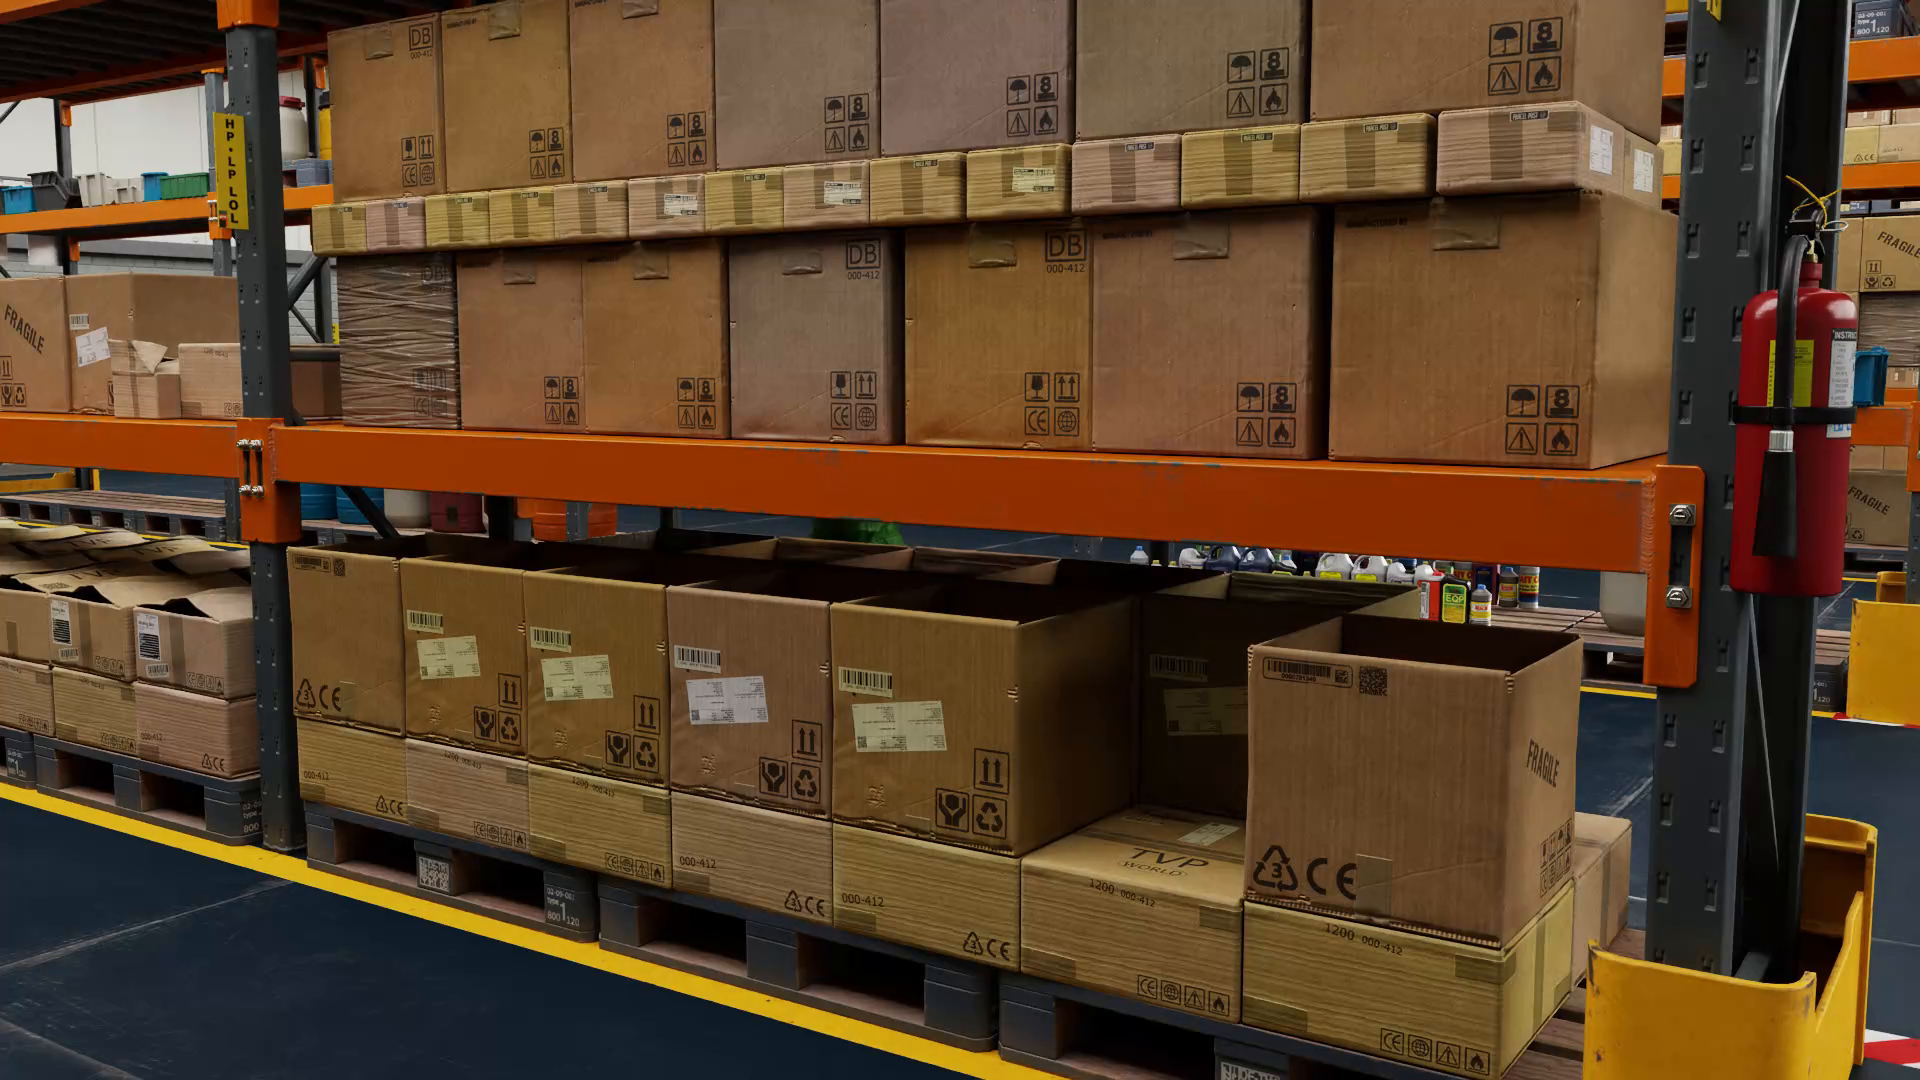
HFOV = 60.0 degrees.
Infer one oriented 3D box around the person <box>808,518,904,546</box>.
[{"bbox_3d":[-0.414,-0.145,6.920,0.526,1.794,0.519,4,7,33],"label":"person"}]
